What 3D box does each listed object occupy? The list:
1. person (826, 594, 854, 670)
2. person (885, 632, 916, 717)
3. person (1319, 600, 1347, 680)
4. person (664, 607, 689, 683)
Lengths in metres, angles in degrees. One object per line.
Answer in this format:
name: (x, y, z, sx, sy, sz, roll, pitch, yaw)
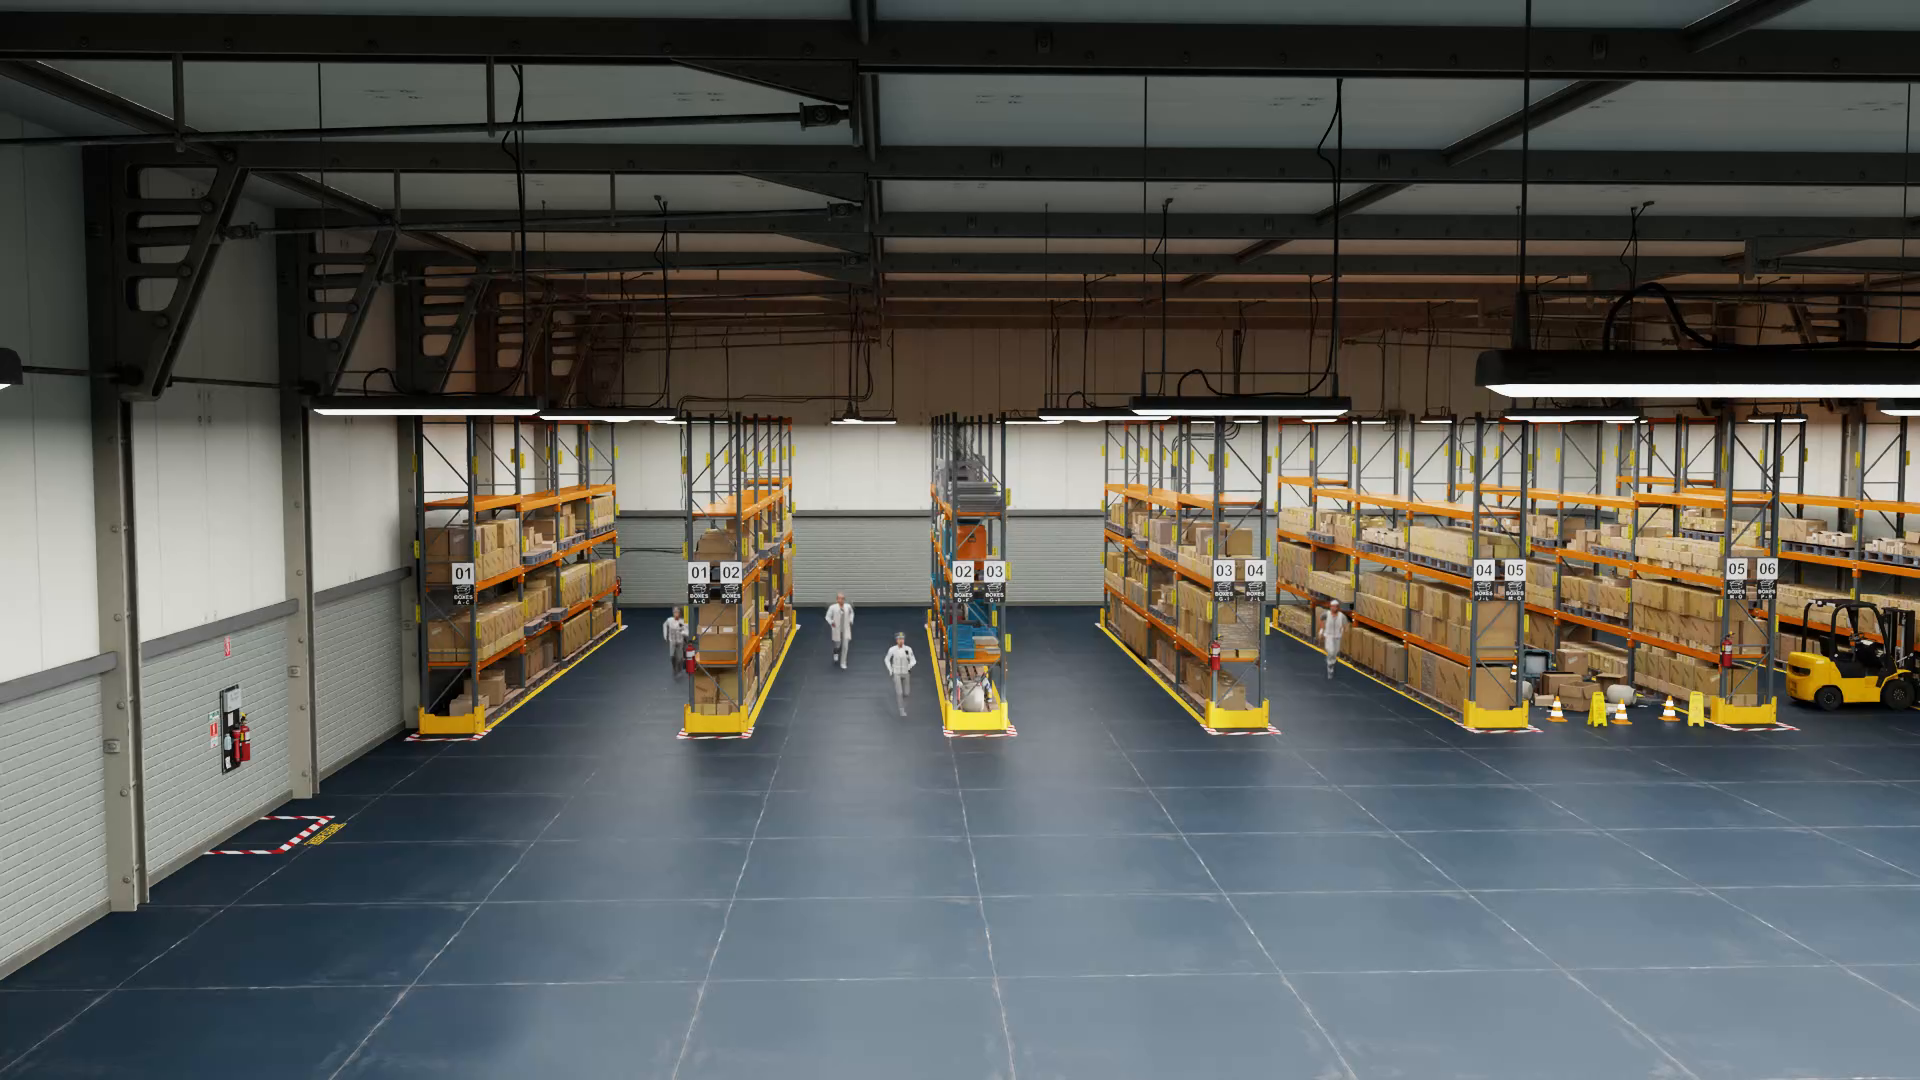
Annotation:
person: (-2.840, 2.201, 39.608, 0.716, 1.681, 0.922, -1, 4, -15)
person: (-1.184, 2.644, 33.019, 0.613, 1.659, 0.668, -1, 4, -10)
person: (8.520, 2.261, 37.975, 0.586, 1.818, 0.882, 0, 4, -4)
person: (-6.380, 2.335, 37.483, 0.638, 1.709, 0.799, 0, 4, 0)
